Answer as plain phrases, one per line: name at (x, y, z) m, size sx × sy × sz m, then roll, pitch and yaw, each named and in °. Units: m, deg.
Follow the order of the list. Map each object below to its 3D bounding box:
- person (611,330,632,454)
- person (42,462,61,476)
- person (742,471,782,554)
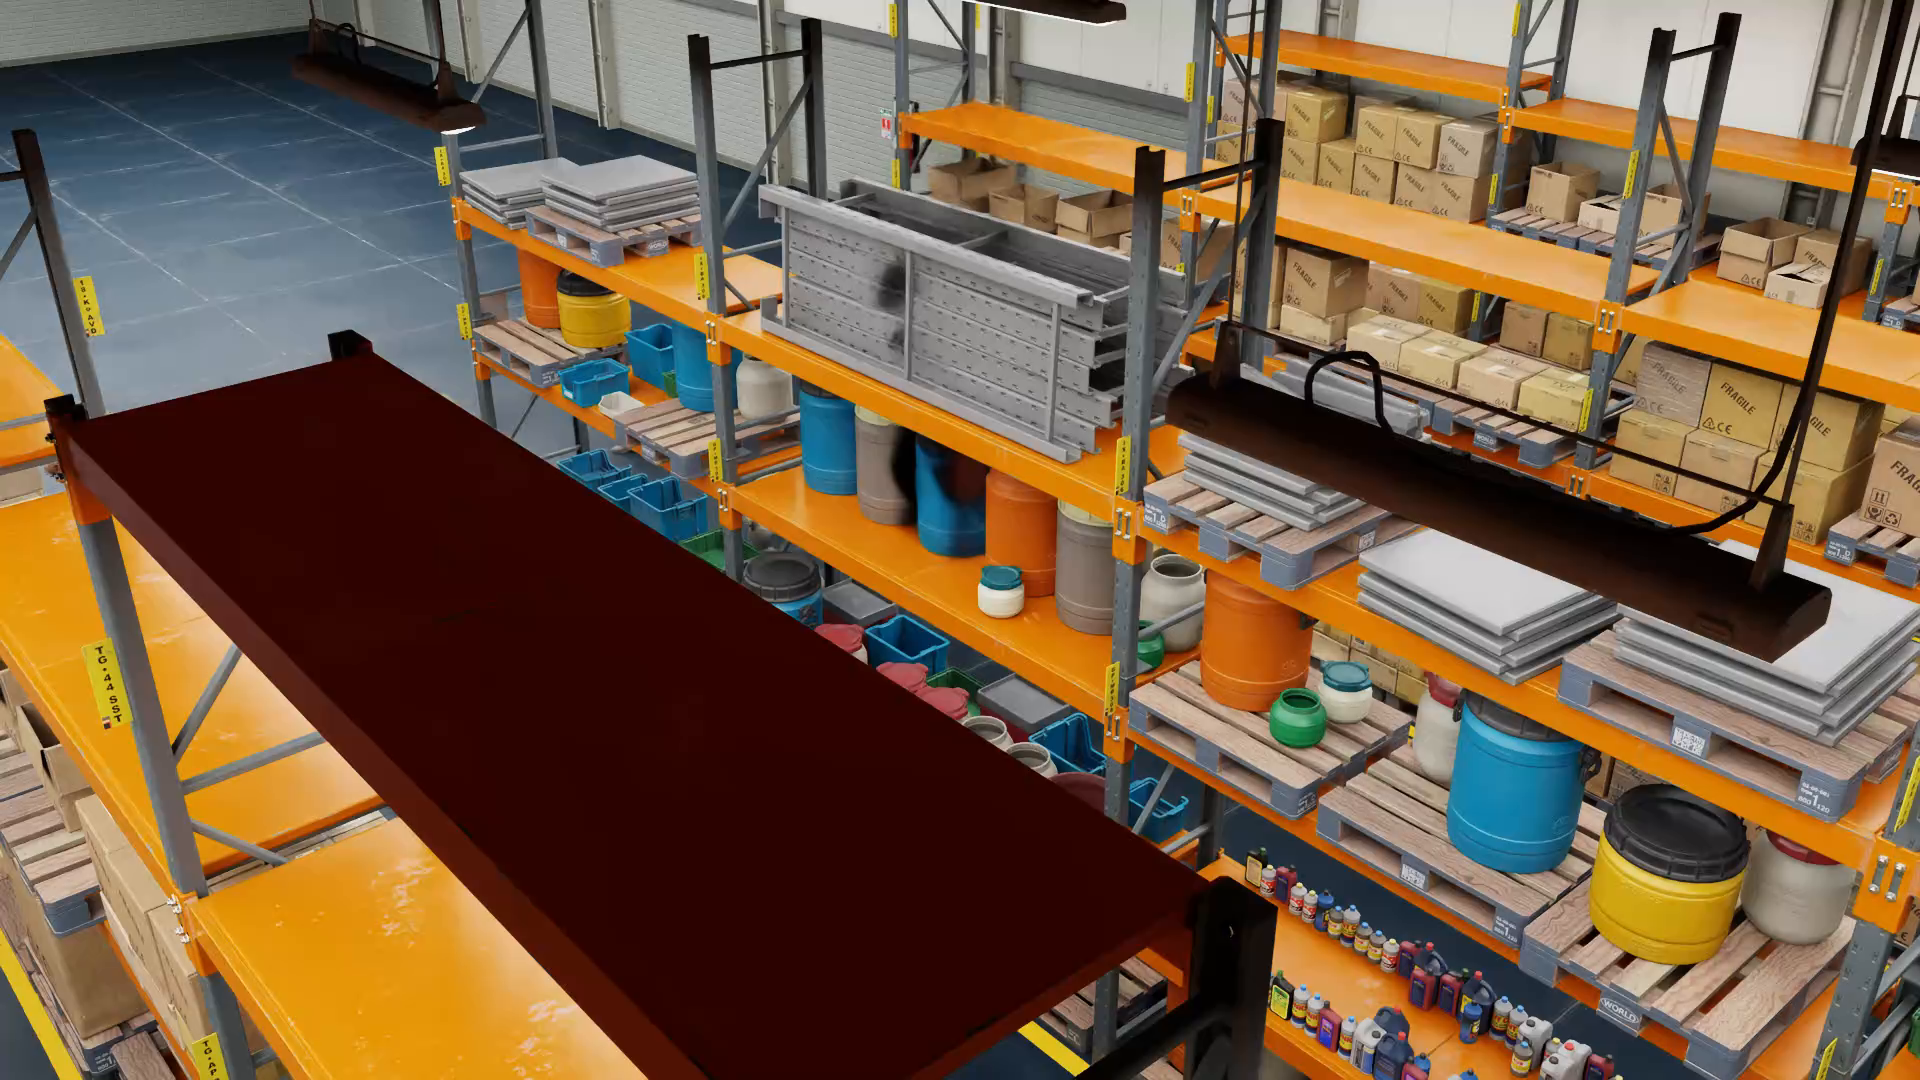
person at (-3.863, -1.833, 19.274) m, size 0.685 × 1.750 × 0.704 m, roll -7°, pitch 28°, yaw -13°
person at (-8.615, -0.475, 16.521) m, size 0.879 × 1.803 × 0.682 m, roll -6°, pitch 27°, yaw -11°
person at (-1.842, -0.145, 16.053) m, size 0.555 × 1.657 × 0.615 m, roll 16°, pitch 31°, yaw 28°
